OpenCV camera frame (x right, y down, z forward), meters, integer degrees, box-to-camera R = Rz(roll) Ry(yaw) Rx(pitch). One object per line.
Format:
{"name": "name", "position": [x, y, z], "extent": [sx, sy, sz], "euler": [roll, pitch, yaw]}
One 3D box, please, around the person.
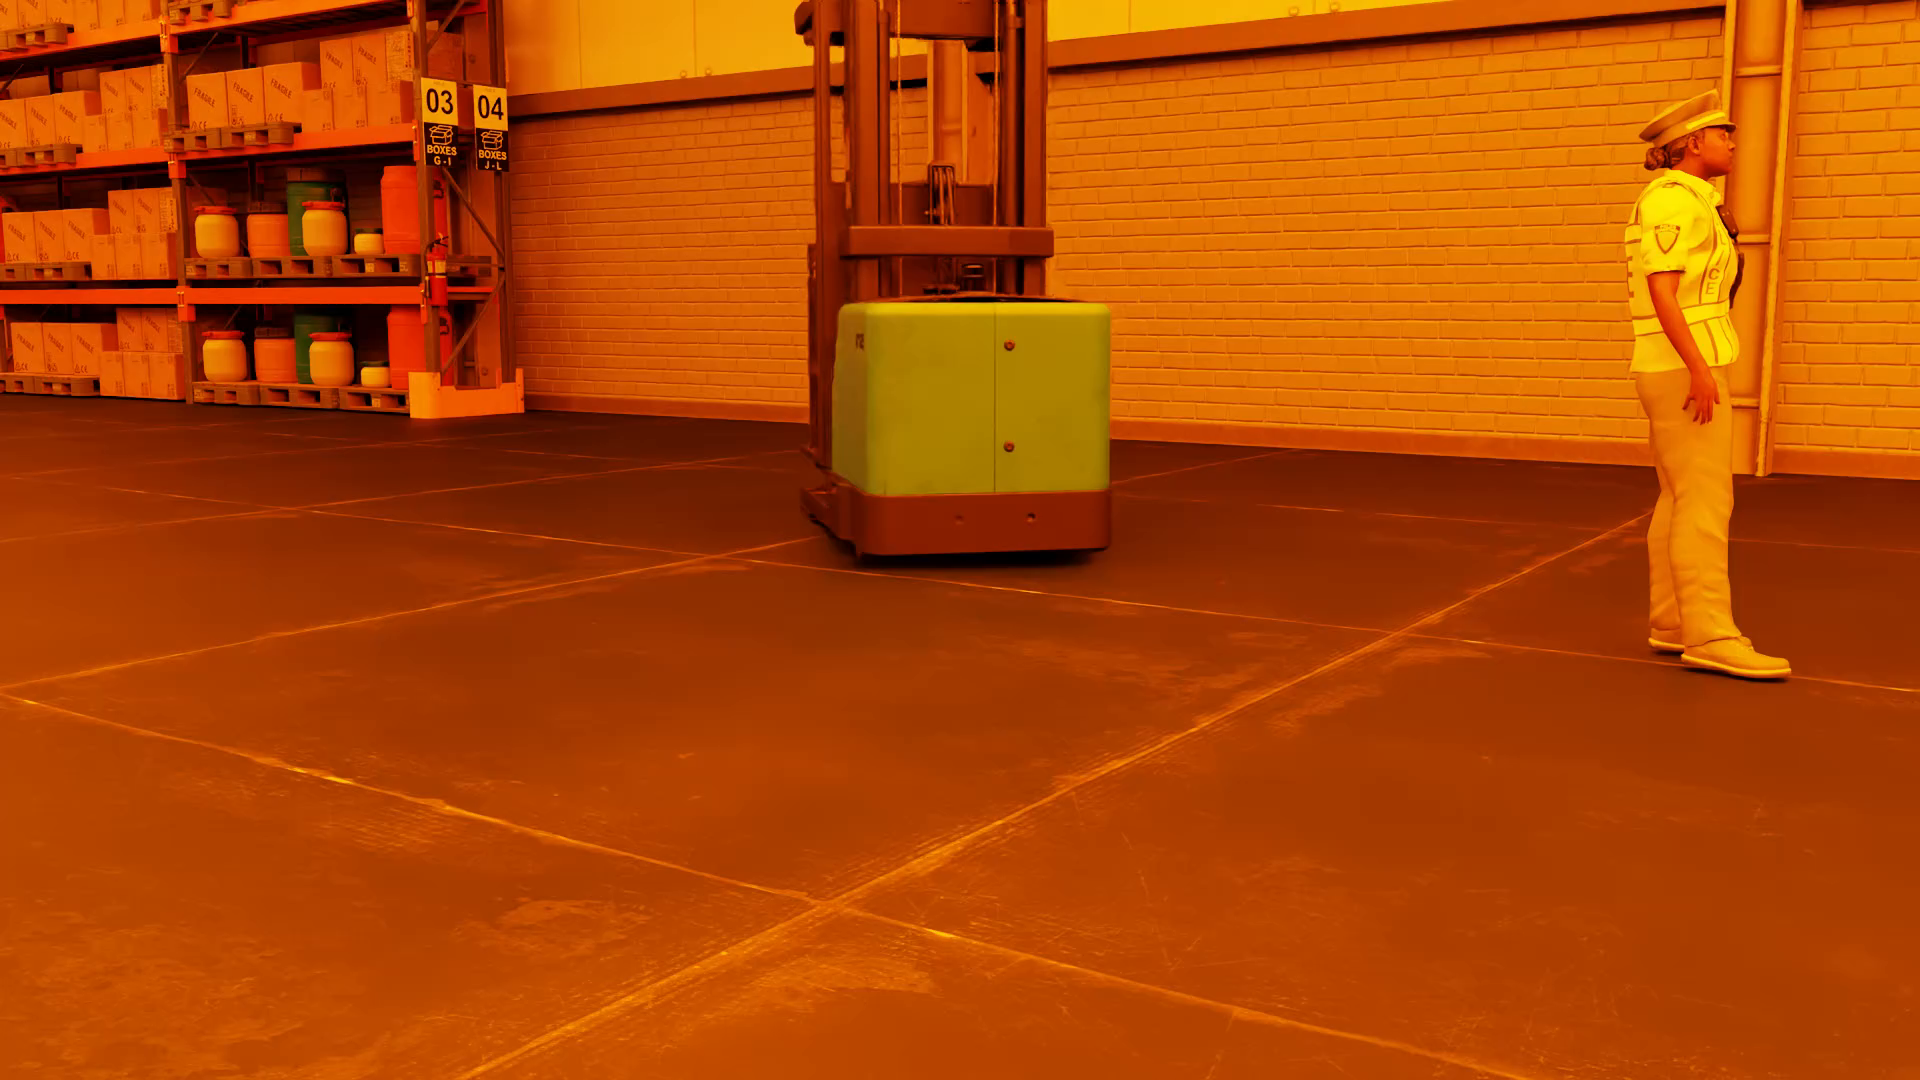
{"name": "person", "position": [2.189, -0.525, 4.991], "extent": [0.394, 1.628, 0.510], "euler": [4, 9, 27]}

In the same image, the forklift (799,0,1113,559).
{"name": "forklift", "position": [-0.191, -1.539, 8.017], "extent": [1.130, 2.935, 3.031], "euler": [-2, 8, -13]}
